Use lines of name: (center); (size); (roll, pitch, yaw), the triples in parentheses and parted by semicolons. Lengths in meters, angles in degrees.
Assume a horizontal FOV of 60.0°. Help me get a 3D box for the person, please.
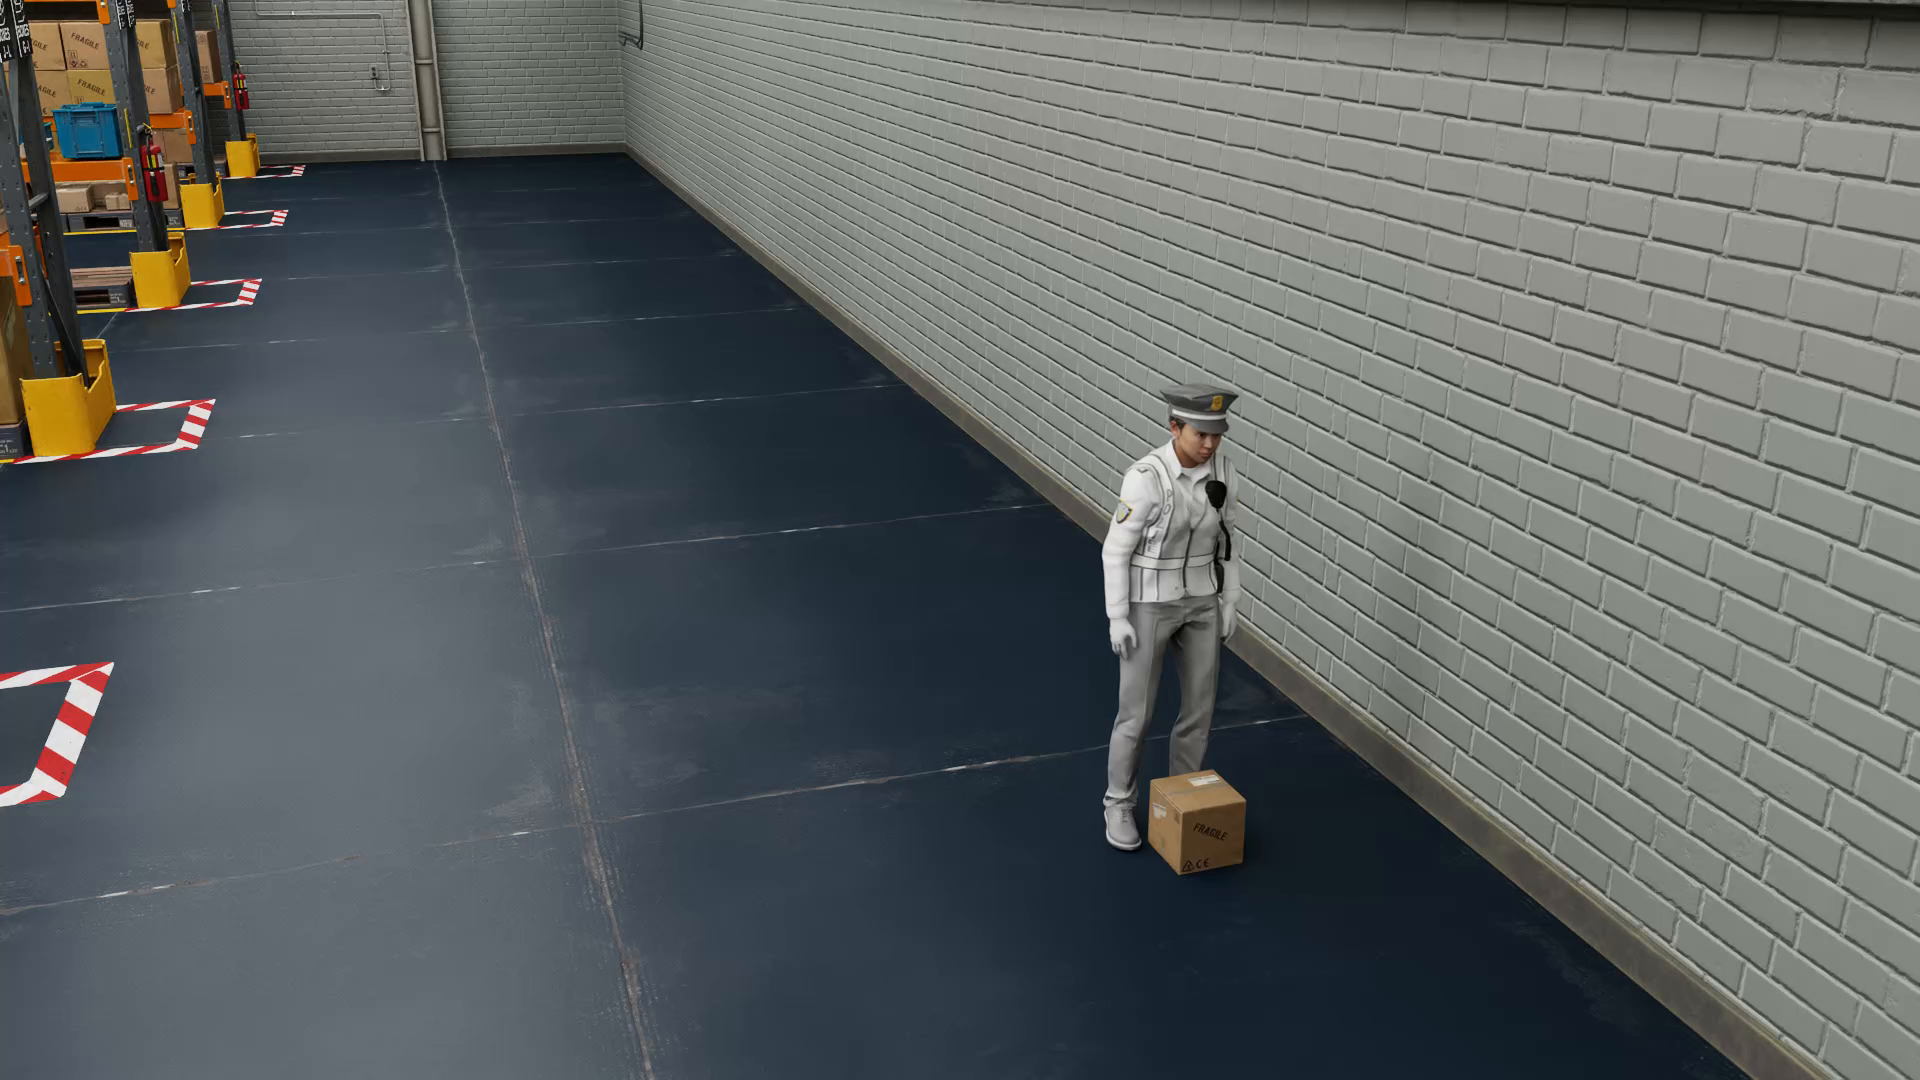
person: (0.759, 0.258, 5.831); (0.533, 1.662, 0.414); (-7, 21, -20)
